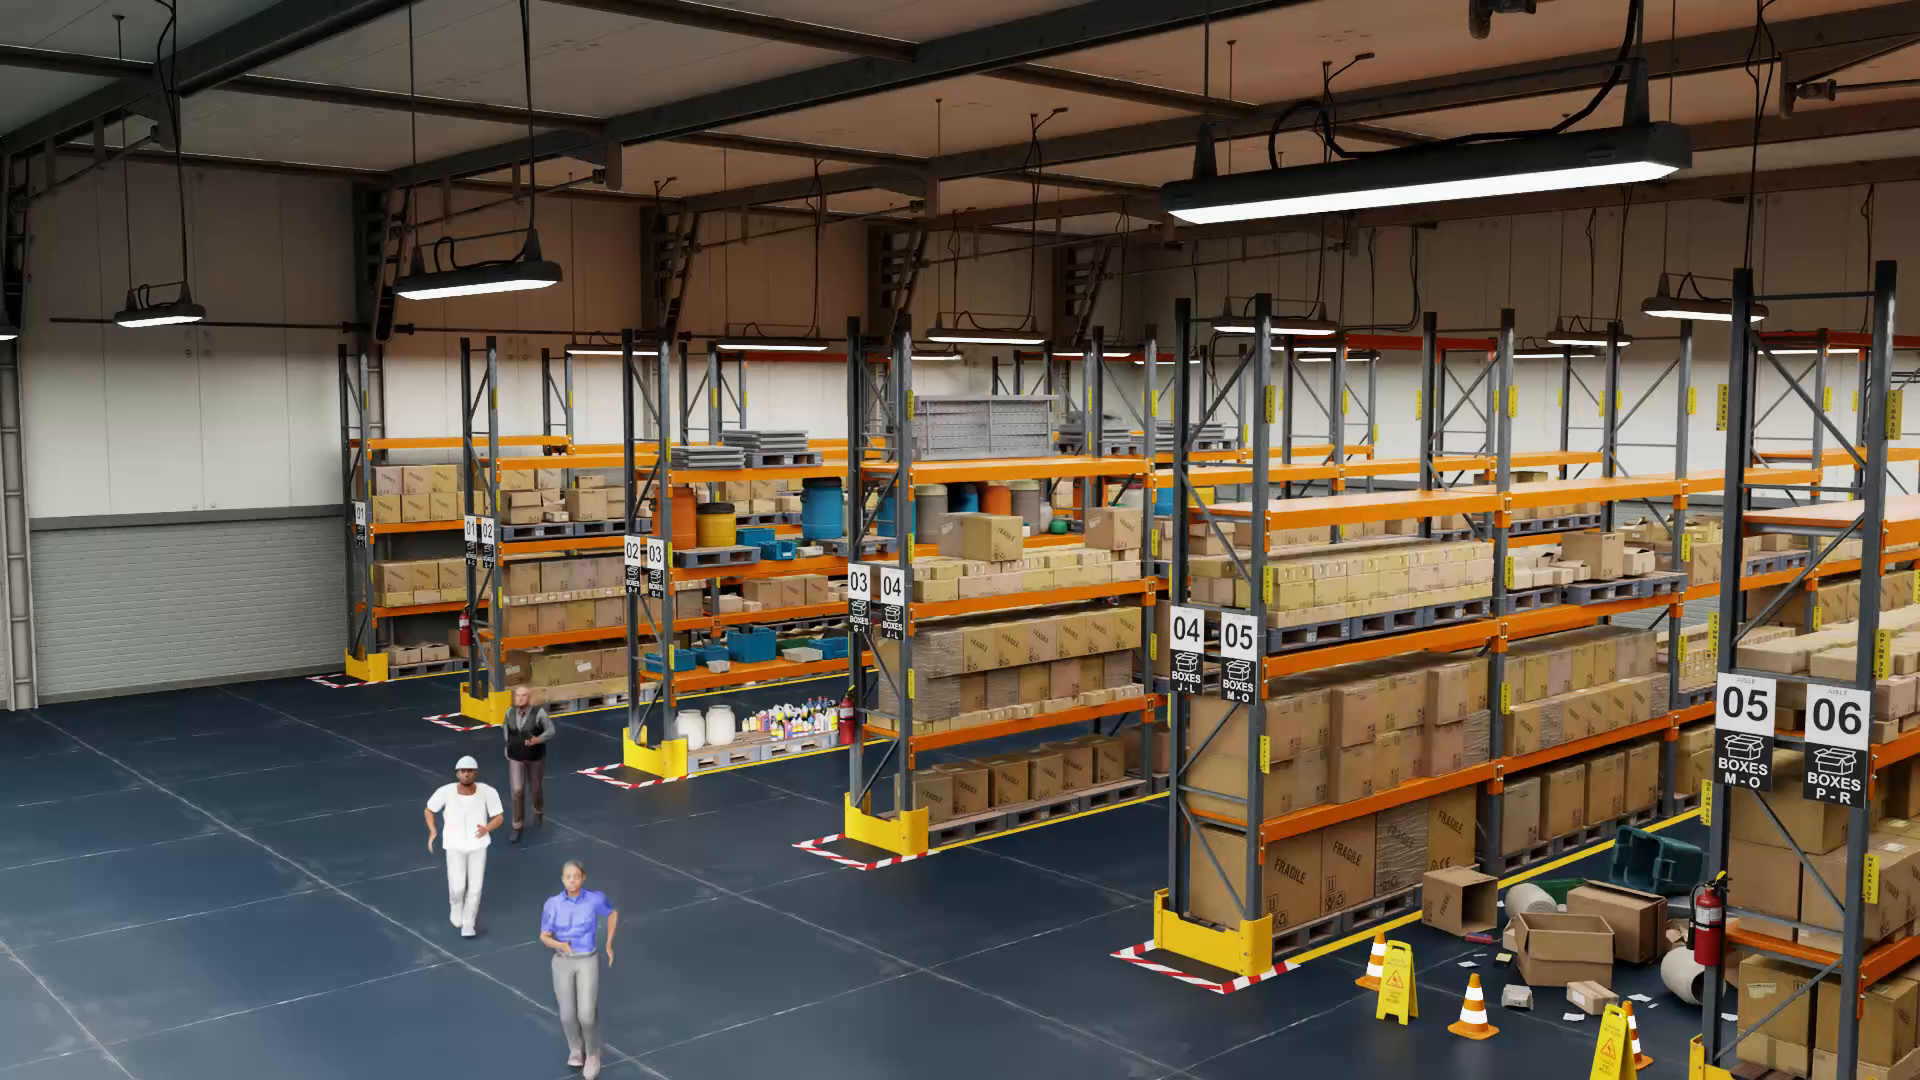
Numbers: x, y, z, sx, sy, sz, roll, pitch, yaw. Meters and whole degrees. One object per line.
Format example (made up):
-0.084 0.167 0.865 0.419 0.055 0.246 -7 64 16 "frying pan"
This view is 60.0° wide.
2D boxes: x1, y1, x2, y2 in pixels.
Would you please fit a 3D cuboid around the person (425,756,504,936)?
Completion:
-4.660 2.901 15.690 0.706 1.731 0.597 -2 5 -20 "person"

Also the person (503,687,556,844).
-4.995 2.553 19.275 0.647 1.737 0.892 0 5 -5 "person"

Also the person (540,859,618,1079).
-2.868 3.236 12.492 0.544 1.648 0.688 0 5 -5 "person"
